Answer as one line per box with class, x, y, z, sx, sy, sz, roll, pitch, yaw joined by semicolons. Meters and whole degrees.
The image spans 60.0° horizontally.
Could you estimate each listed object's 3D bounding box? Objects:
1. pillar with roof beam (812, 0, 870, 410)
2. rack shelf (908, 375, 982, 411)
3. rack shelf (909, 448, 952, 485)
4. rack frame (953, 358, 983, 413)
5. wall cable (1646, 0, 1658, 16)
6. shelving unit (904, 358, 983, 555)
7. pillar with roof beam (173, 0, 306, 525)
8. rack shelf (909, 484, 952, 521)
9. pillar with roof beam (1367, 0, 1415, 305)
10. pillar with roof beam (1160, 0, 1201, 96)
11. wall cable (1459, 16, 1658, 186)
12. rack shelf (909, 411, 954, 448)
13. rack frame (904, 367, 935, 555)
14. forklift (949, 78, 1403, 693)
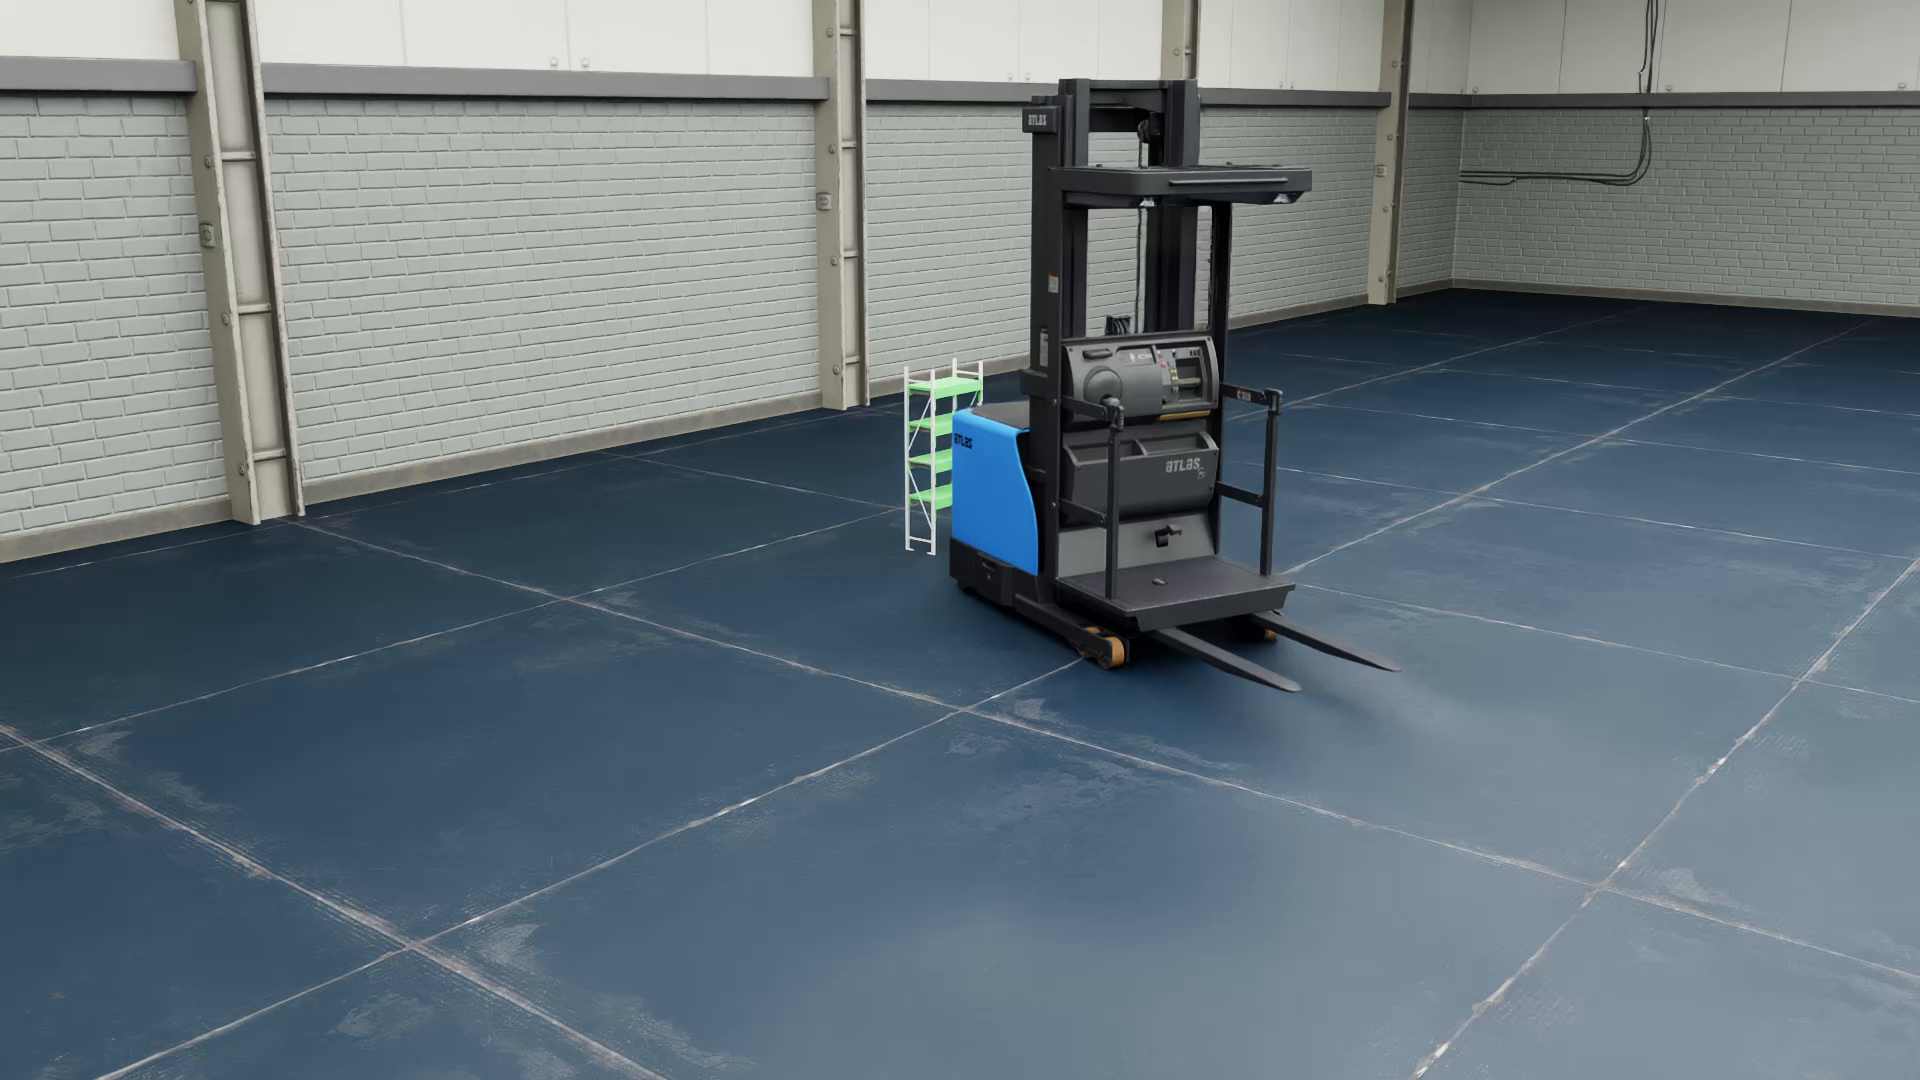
pillar with roof beam;2.222;-5.010;12.568;9.100;9.000;0.400;11;18;38
rack shelf;-0.104;-0.953;10.748;0.258;0.148;0.480;11;18;38
rack shelf;-0.104;-0.488;10.866;0.258;0.148;0.480;11;18;38
rack frame;0.049;-0.597;11.034;0.240;1.200;0.015;11;18;38
wall cable;11.400;-8.858;23.765;3.097;2.526;0.112;11;18;38
shelving unit;-0.104;-0.550;10.850;0.258;1.200;0.503;11;18;38
pillar with roof beam;-1.549;-3.861;8.045;9.100;9.000;0.400;11;18;38
rack shelf;-0.104;-0.255;10.925;0.258;0.148;0.480;11;18;38
pillar with roof beam;9.764;-7.308;21.614;9.100;9.000;0.400;11;18;38
pillar with roof beam;5.993;-6.159;17.091;9.100;9.000;0.400;11;18;38
wall cable;9.296;-6.829;26.034;3.097;2.526;0.112;11;18;38
rack shelf;-0.104;-0.721;10.807;0.258;0.148;0.480;11;18;38
rack frame;-0.257;-0.503;10.666;0.240;1.200;0.015;11;18;38
forklift;1.078;-0.886;8.660;1.130;2.935;3.031;-8;16;-27
